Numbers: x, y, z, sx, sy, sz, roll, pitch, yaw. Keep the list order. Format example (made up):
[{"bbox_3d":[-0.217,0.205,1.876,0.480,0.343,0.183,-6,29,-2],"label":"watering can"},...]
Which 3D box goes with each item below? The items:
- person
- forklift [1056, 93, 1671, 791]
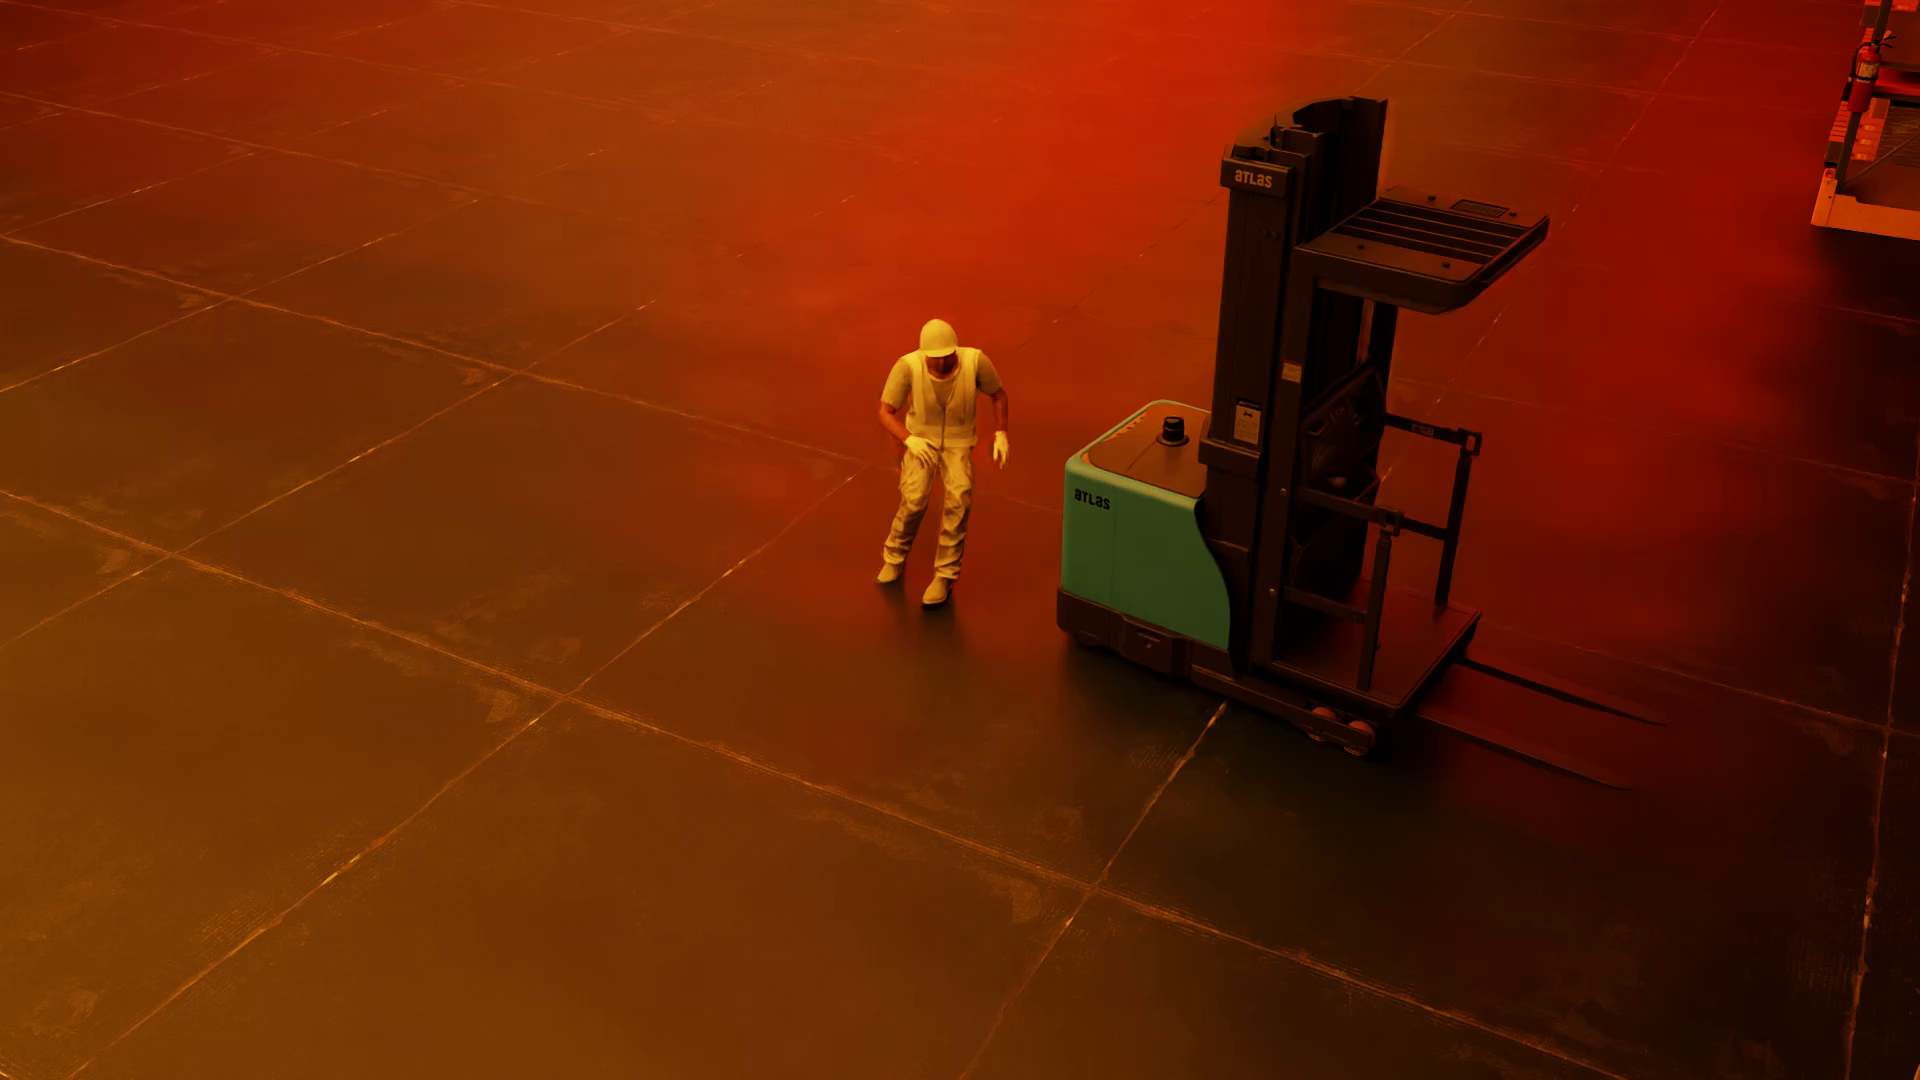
[{"bbox_3d":[-0.093,-0.463,9.365,0.818,1.562,0.919,-4,30,-7],"label":"person"},{"bbox_3d":[2.019,-0.514,7.961,3.031,2.935,1.130,20,35,30],"label":"forklift"}]
